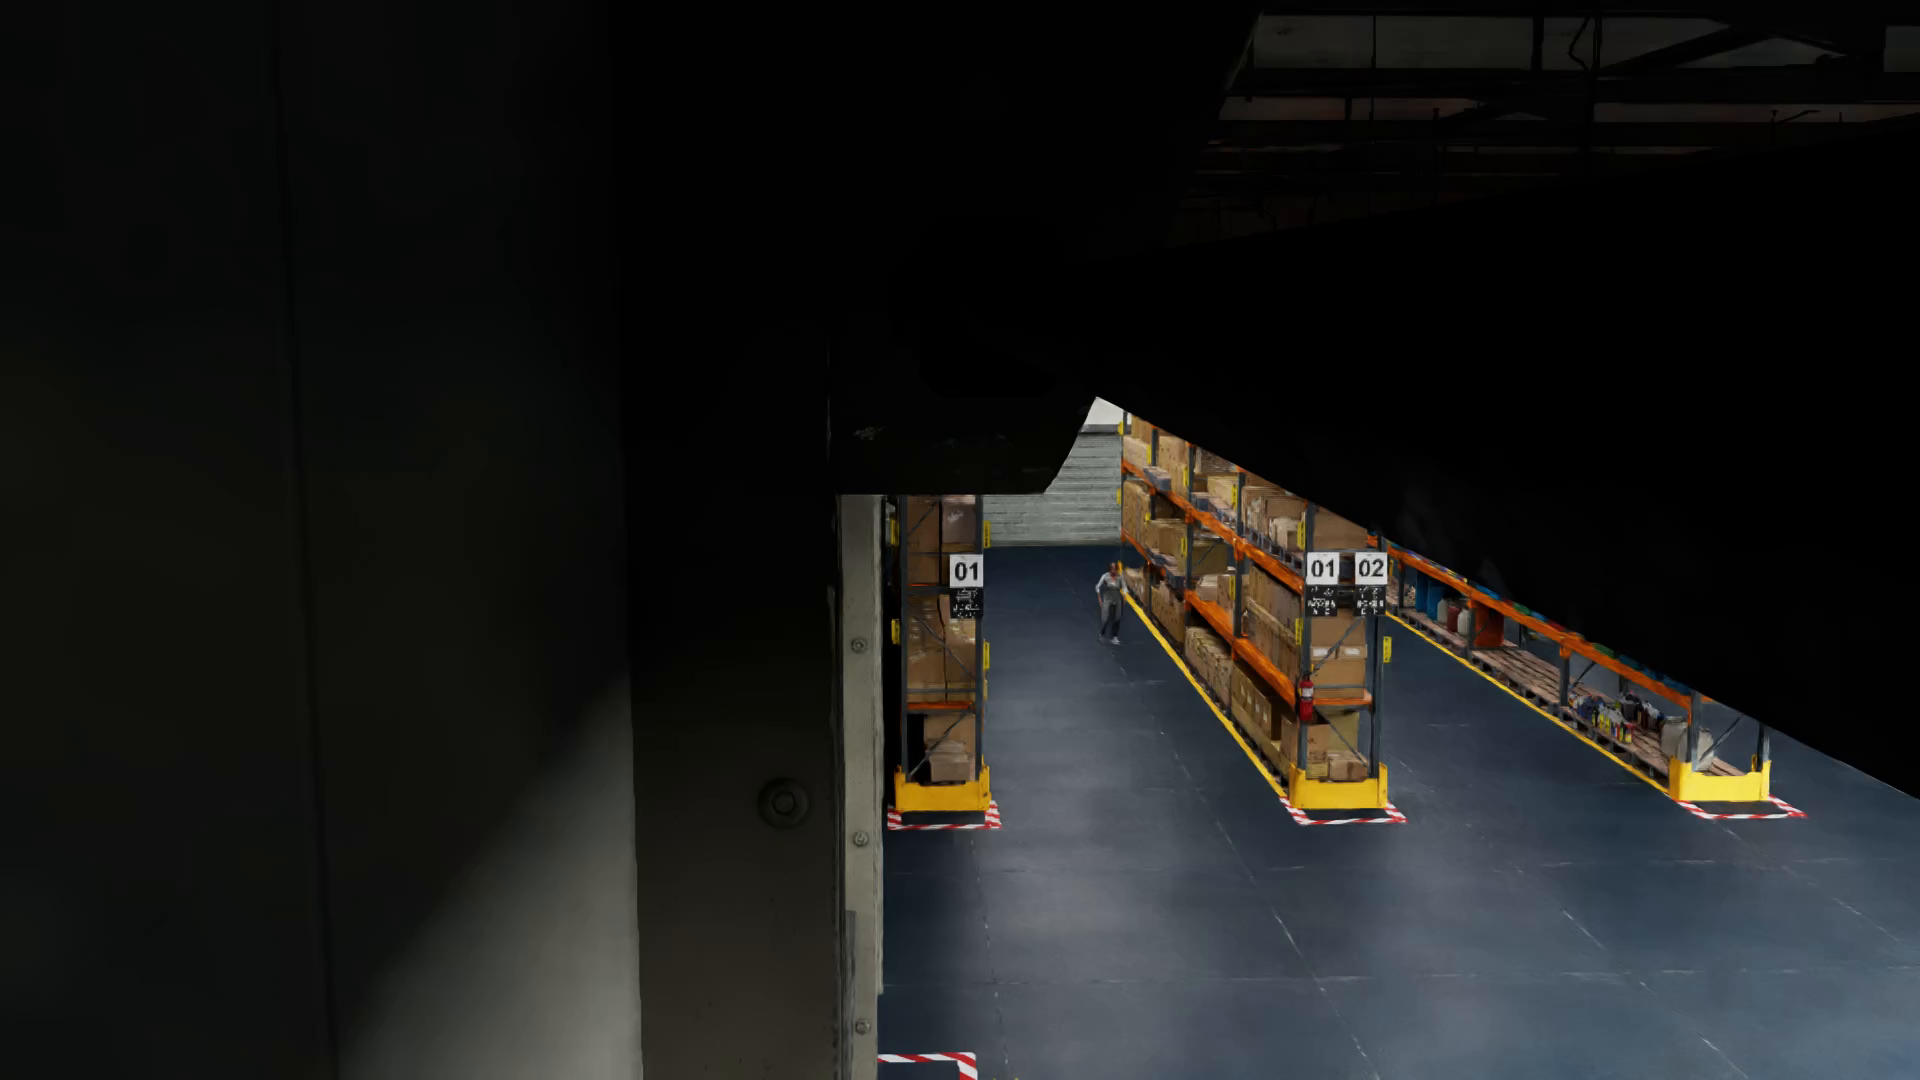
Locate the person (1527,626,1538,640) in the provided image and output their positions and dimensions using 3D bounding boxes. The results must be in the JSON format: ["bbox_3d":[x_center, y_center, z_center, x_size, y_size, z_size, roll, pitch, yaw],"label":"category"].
[{"bbox_3d":[10.607,0.952,30.796,0.589,1.716,1.021,-1,8,-4],"label":"person"}]

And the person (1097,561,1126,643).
[{"bbox_3d":[1.192,1.577,27.202,4.177,1.541,6.379,-1,8,-5],"label":"person"}]
